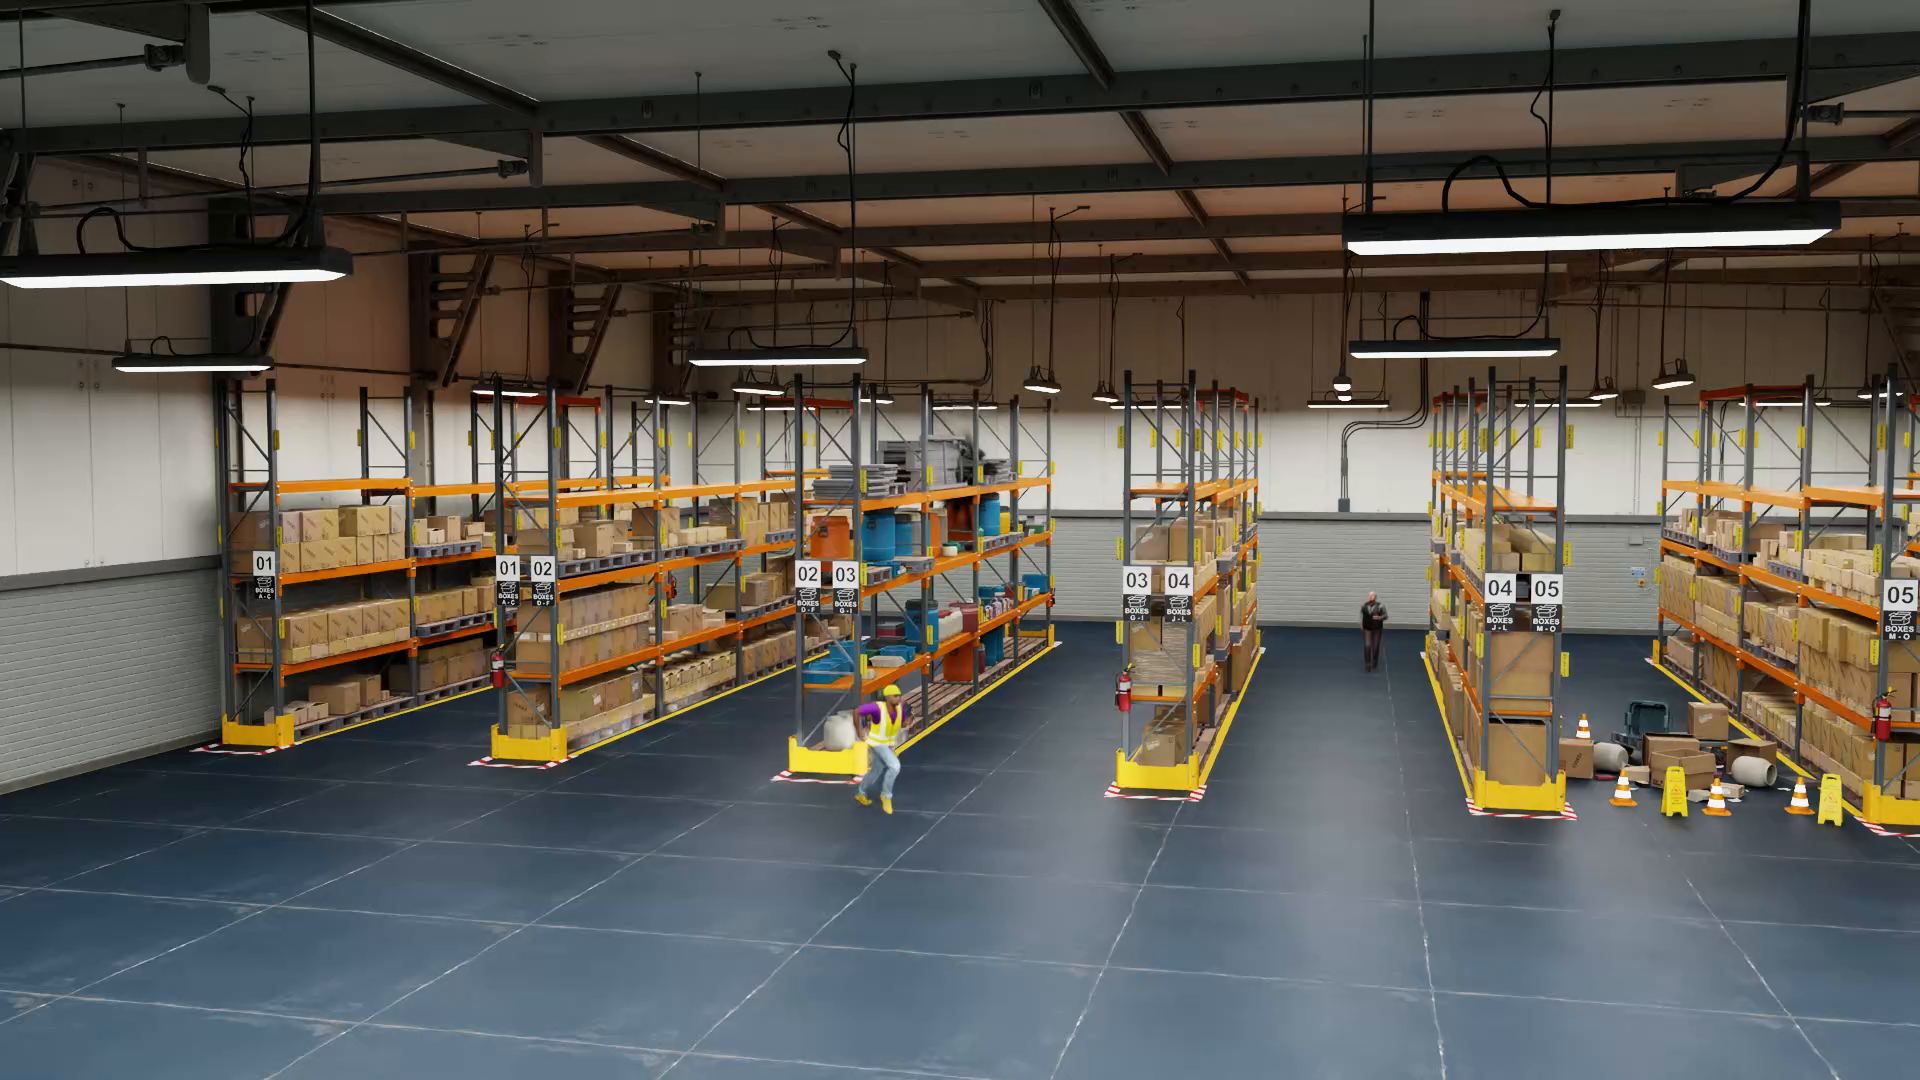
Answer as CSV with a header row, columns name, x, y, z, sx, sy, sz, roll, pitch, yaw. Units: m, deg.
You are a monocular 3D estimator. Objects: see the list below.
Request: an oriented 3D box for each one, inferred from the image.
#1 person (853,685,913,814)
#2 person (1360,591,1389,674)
name,x,y,z,sx,sy,sz,roll,pitch,yaw
person,-1.064,2.796,22.416,0.929,1.734,0.685,2,4,35
person,8.940,1.988,35.926,0.636,1.766,0.858,1,4,22
